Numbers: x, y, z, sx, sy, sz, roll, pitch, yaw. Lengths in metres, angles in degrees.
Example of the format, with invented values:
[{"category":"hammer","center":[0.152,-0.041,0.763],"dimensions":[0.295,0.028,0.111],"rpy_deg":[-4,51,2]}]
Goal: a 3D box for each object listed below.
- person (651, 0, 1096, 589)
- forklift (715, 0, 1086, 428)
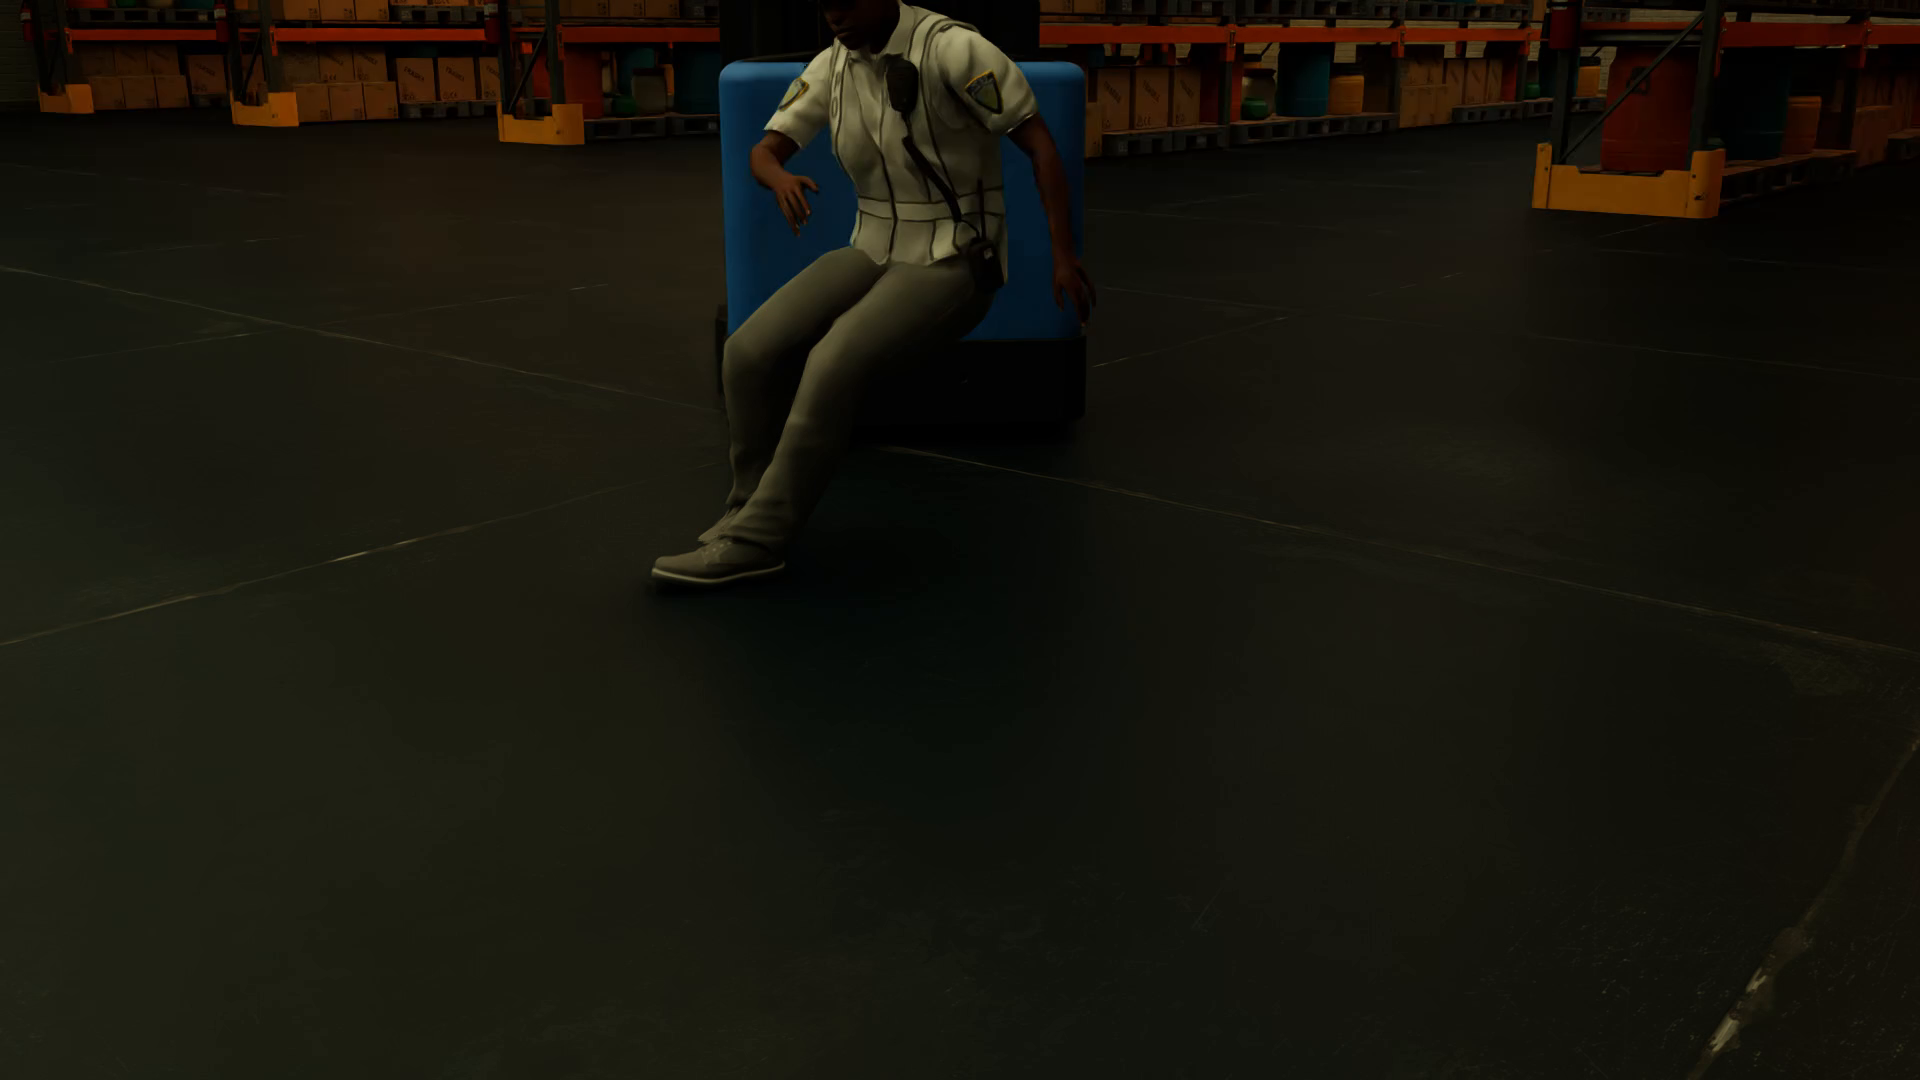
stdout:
[{"category":"person","center":[-0.241,-0.582,3.604],"dimensions":[0.850,1.438,0.882],"rpy_deg":[13,21,37]},{"category":"forklift","center":[-0.299,-2.102,5.821],"dimensions":[1.130,2.935,3.031],"rpy_deg":[-2,17,-6]}]
